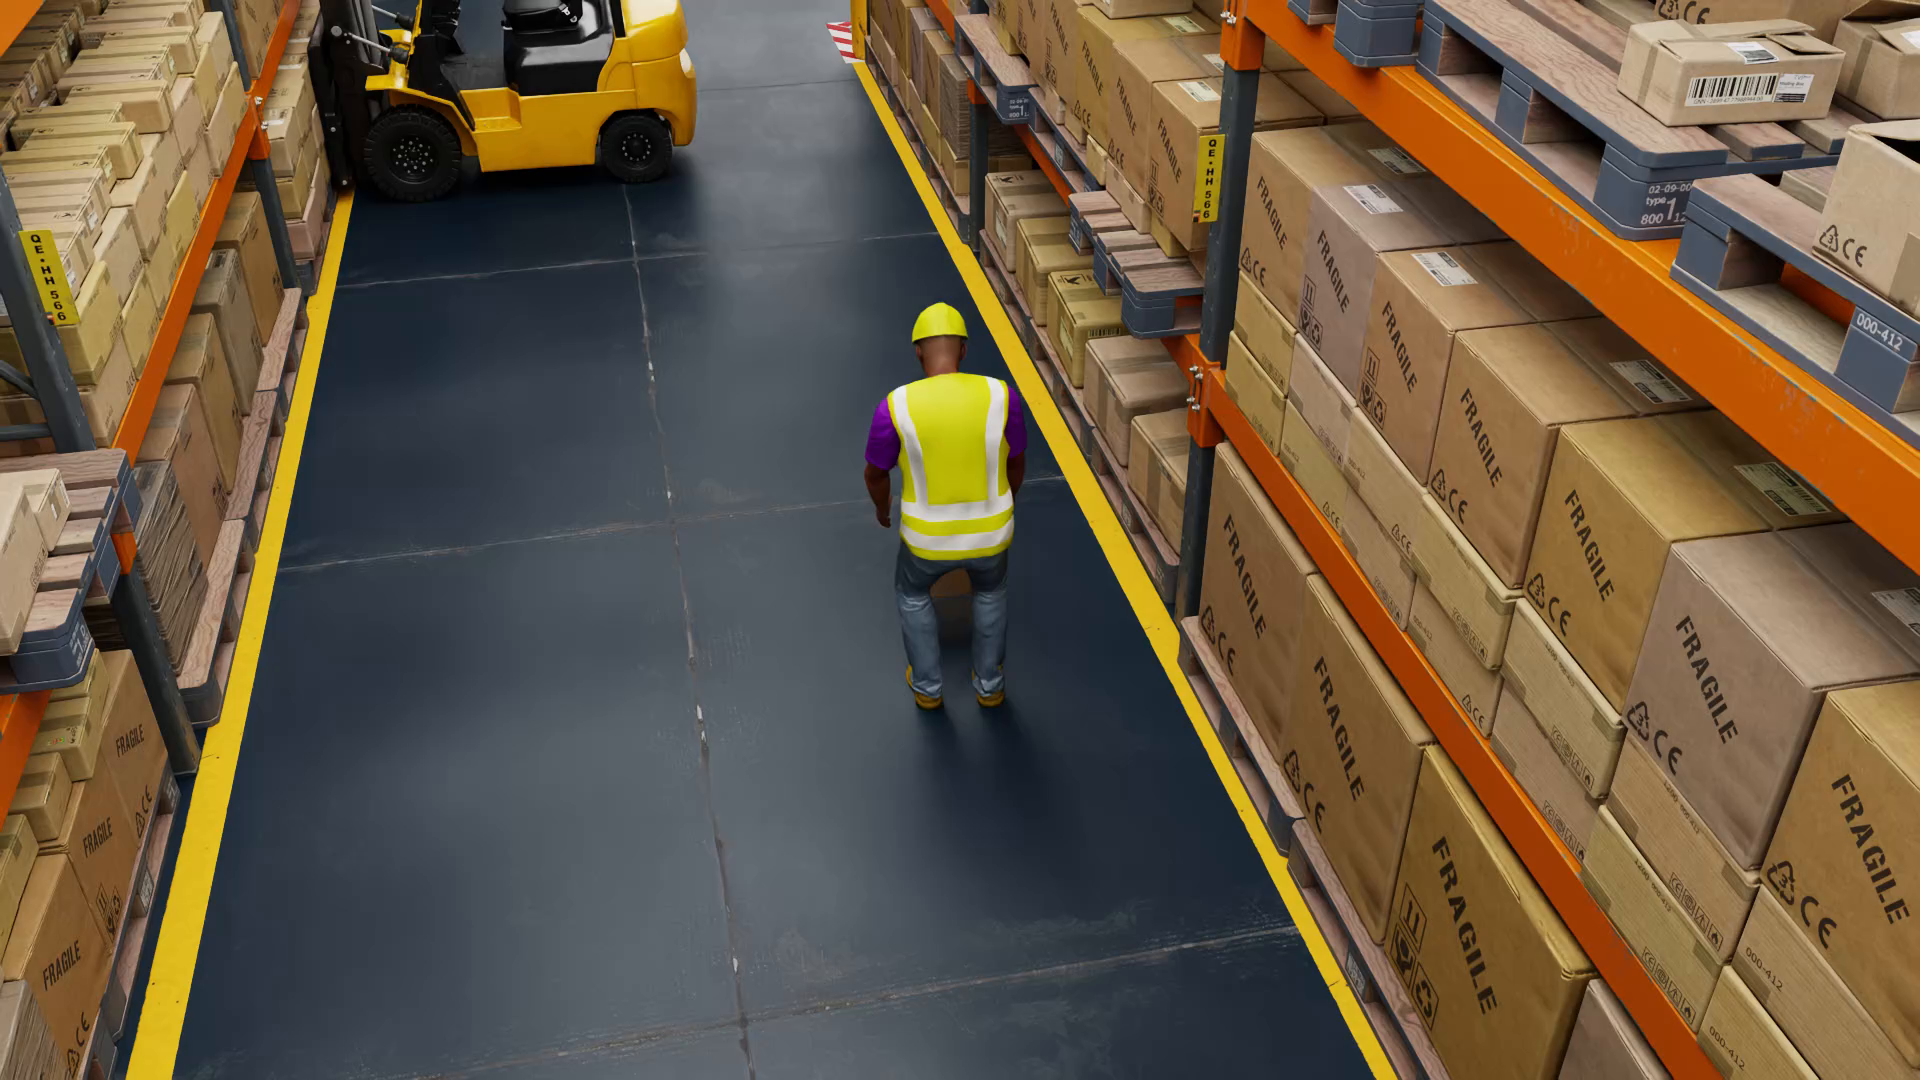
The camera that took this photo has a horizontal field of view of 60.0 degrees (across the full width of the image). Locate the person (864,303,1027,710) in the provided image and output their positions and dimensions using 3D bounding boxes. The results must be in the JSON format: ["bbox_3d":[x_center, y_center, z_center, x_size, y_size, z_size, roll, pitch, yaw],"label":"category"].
[{"bbox_3d":[-0.053,-0.085,6.351,0.610,1.651,0.554,-3,34,-5],"label":"person"}]
